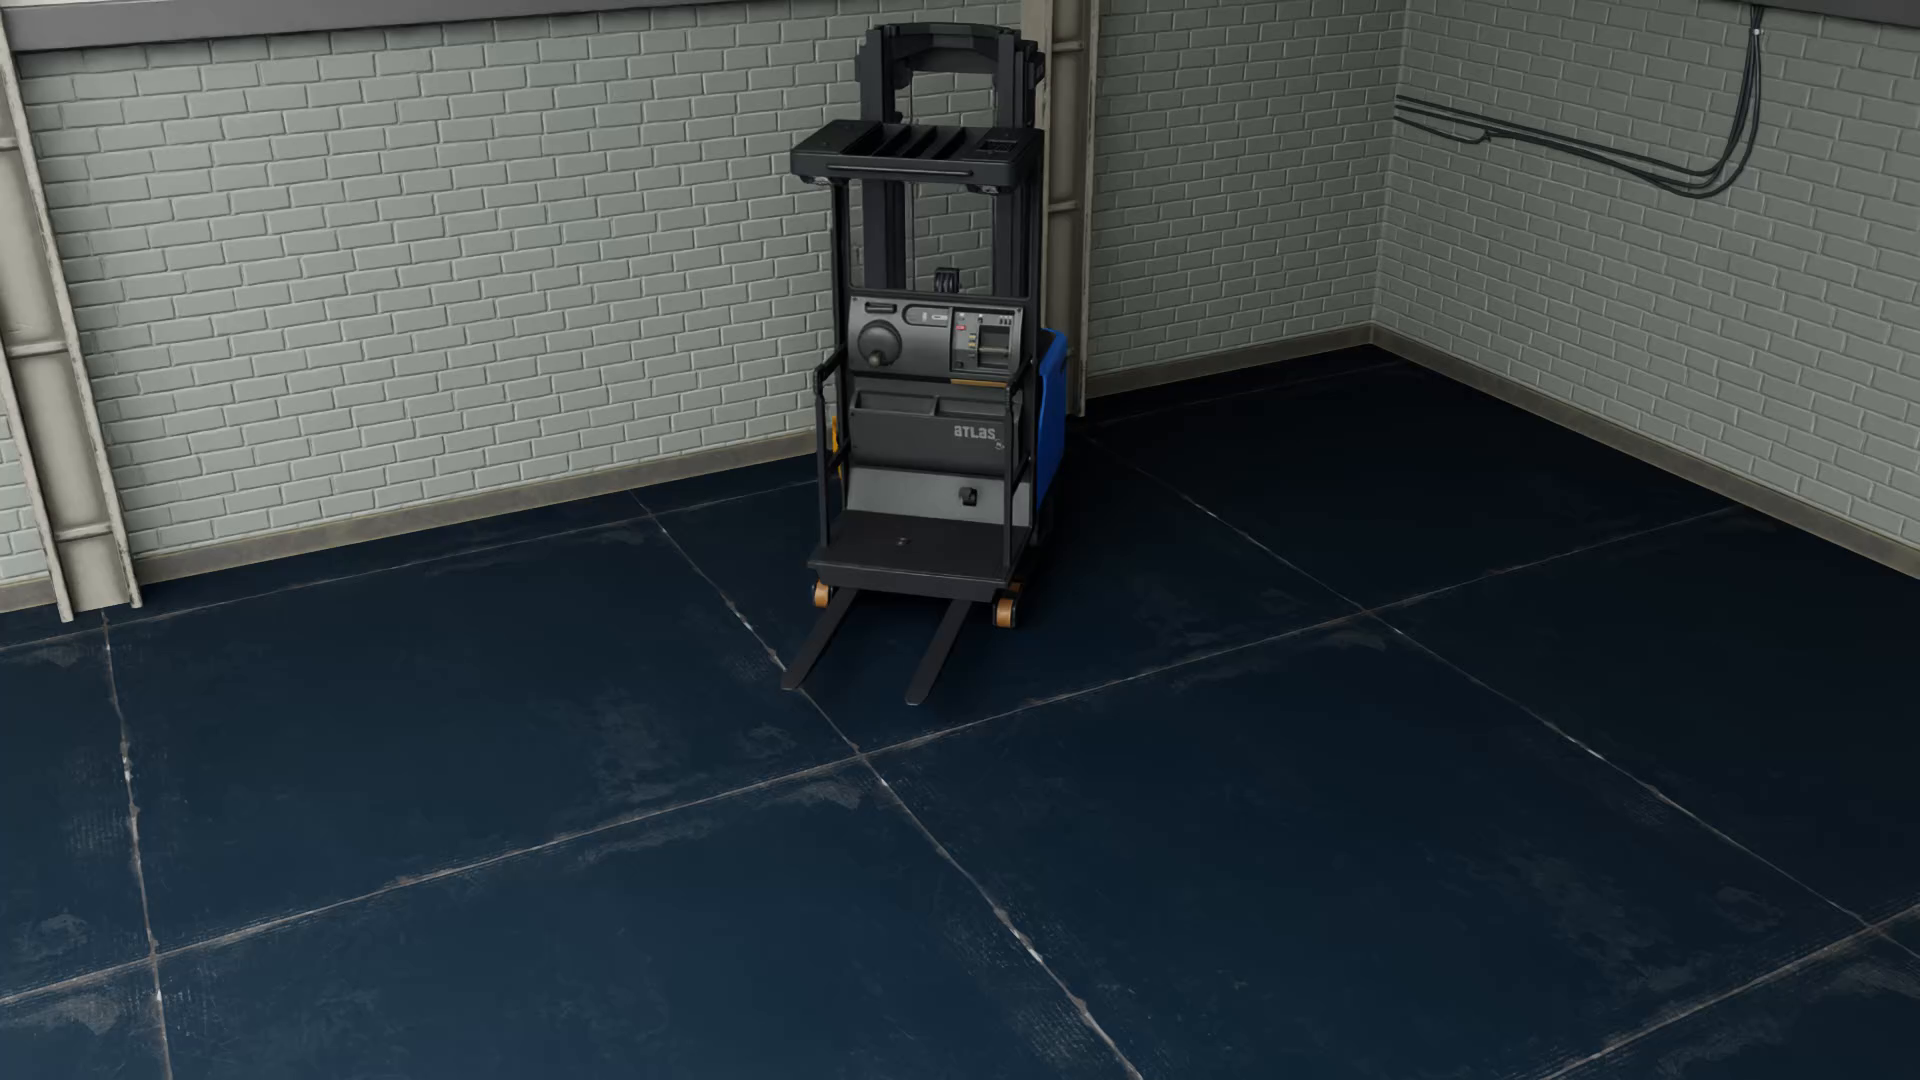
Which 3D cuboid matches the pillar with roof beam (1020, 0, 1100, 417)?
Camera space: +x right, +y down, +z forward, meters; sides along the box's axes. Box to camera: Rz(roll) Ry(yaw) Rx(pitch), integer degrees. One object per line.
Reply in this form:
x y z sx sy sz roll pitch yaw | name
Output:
2.652 -3.295 6.215 0.400 9.000 9.100 -13 29 -25 | pillar with roof beam

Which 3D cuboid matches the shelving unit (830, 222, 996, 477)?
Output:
-0.253 -1.173 10.461 1.083 1.500 0.587 -4 26 -9 | shelving unit

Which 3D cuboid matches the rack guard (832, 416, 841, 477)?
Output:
-0.744 -0.573 10.654 0.087 0.250 0.587 -4 26 -9 | rack guard

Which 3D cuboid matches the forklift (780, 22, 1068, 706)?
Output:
-0.176 -1.032 8.512 1.130 2.935 3.031 6 26 12 | forklift

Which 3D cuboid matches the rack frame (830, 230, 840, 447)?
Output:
-0.745 -1.136 10.384 0.032 1.500 0.500 -4 26 -9 | rack frame

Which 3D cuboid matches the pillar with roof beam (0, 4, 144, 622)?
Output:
-2.642 -2.072 3.670 0.400 9.000 9.100 -13 29 -25 | pillar with roof beam

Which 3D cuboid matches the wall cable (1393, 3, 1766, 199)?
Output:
3.848 -3.634 10.509 0.112 2.526 3.097 -13 29 -25 | wall cable

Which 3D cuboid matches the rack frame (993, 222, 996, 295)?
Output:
0.256 -1.211 10.540 0.032 1.500 0.500 -4 26 -9 | rack frame
